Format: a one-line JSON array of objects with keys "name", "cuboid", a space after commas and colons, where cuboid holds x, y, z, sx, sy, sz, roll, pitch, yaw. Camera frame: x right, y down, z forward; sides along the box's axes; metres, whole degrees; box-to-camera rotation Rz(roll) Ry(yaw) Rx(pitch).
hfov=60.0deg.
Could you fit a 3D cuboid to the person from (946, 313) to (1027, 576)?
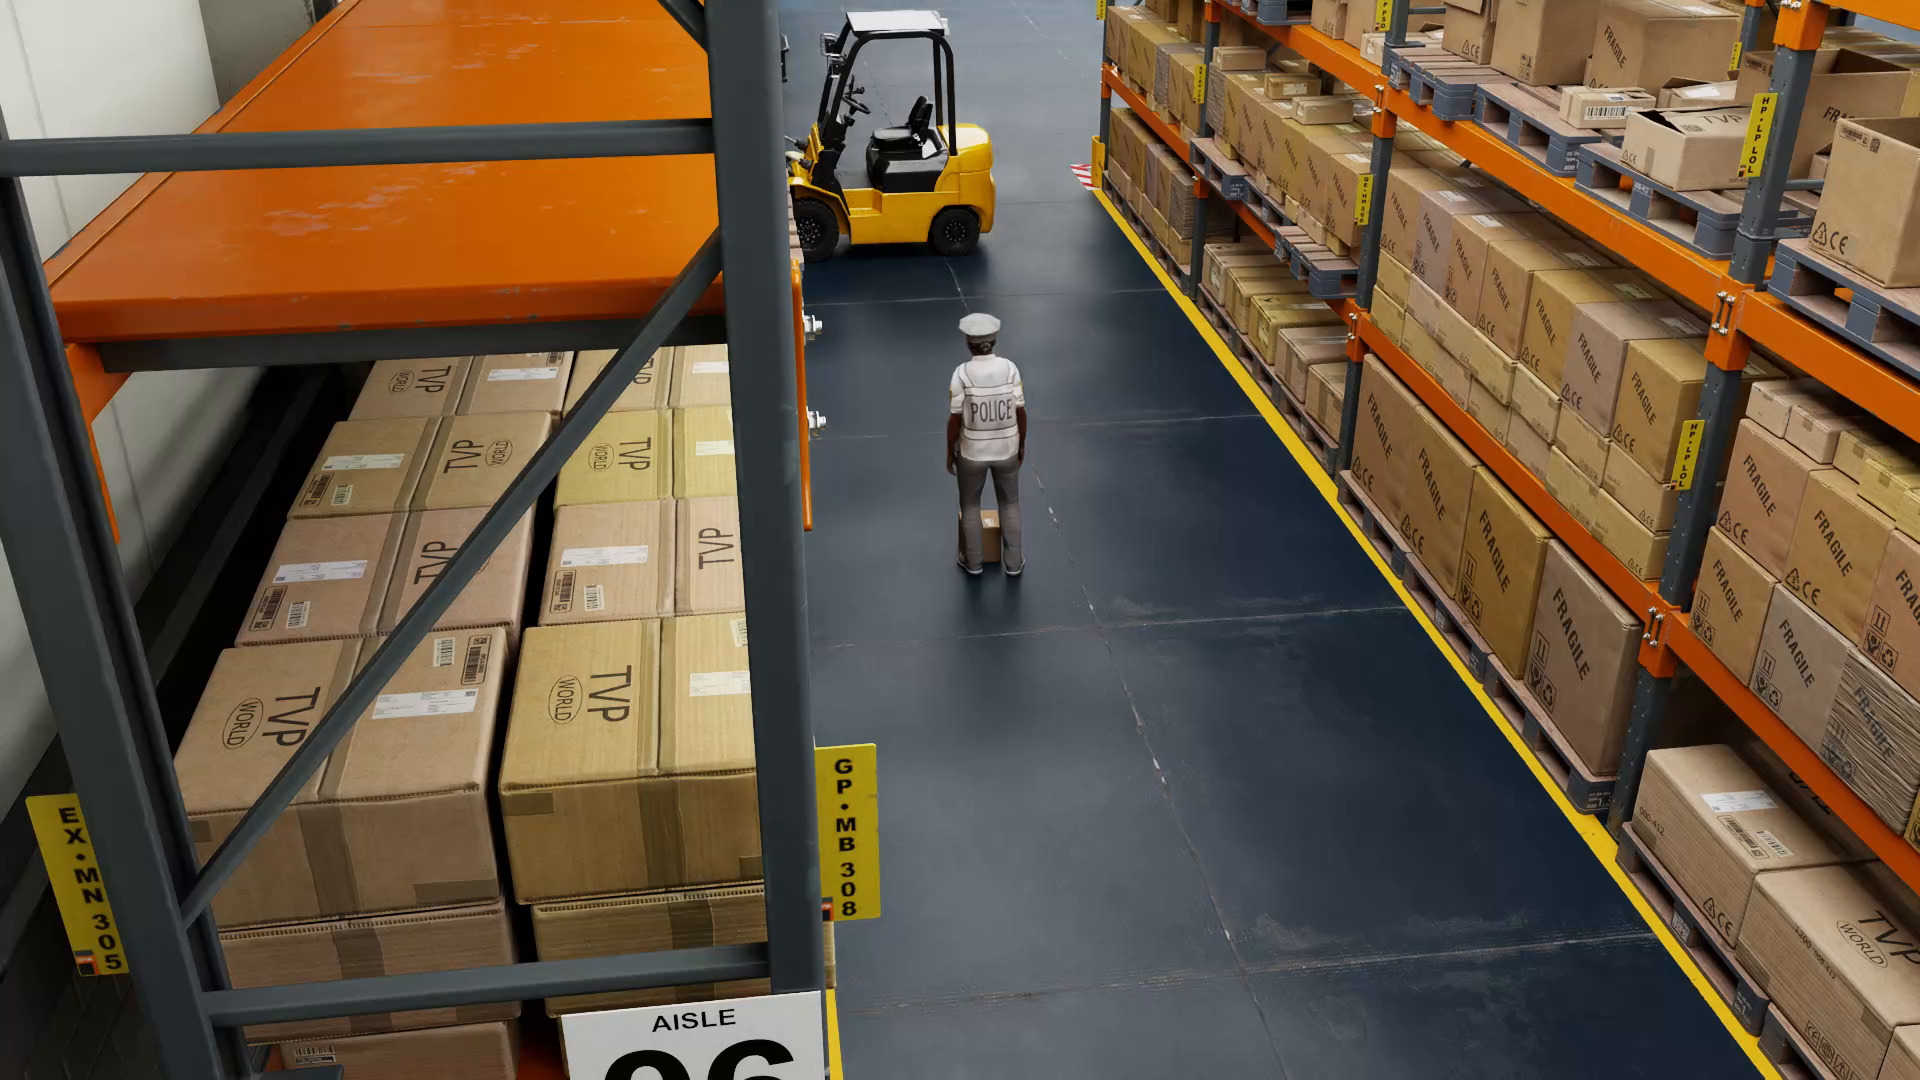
[{"name": "person", "cuboid": [0.168, -0.548, 10.152, 0.527, 1.658, 0.427, -5, 28, -10]}]
